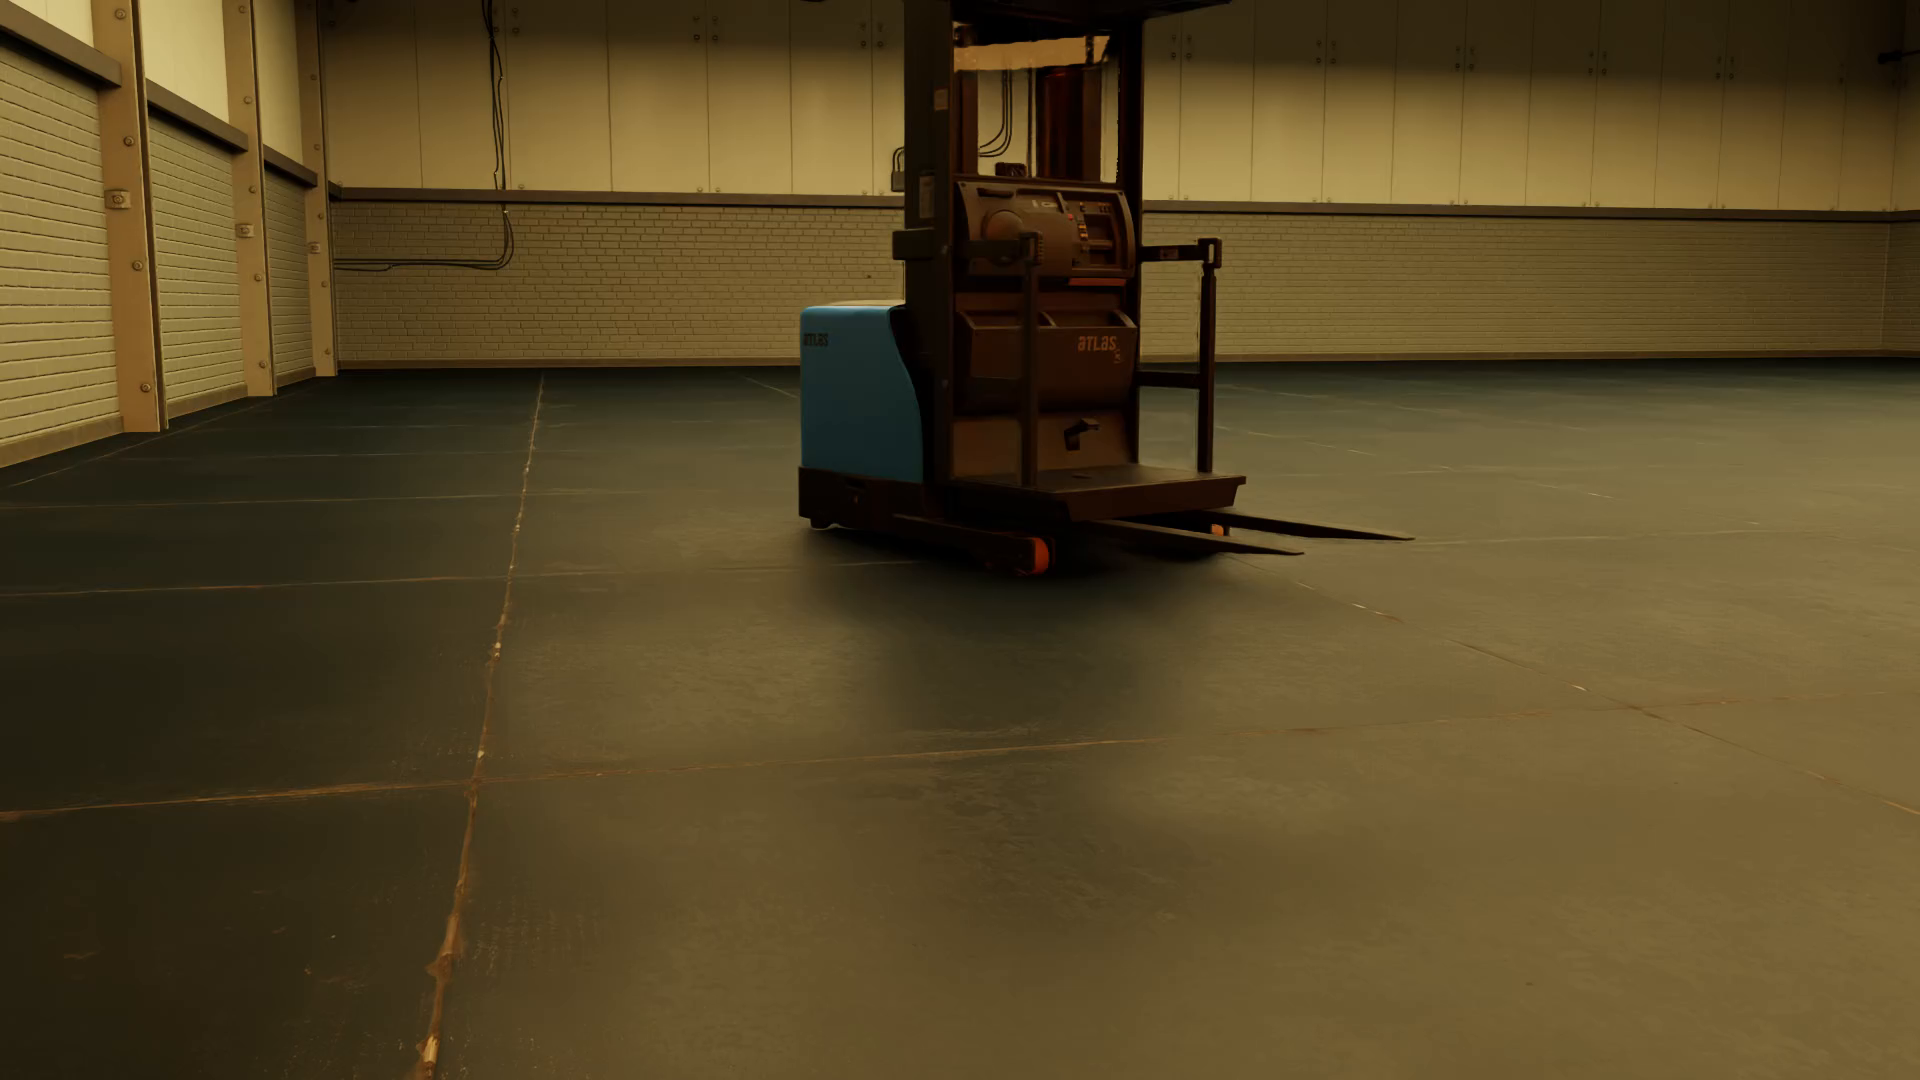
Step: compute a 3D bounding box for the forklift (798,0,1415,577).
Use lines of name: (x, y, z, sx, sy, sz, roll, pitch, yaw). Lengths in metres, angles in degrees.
forklift: (0.509, -1.379, 6.987, 1.130, 2.935, 3.031, -6, 10, -37)
